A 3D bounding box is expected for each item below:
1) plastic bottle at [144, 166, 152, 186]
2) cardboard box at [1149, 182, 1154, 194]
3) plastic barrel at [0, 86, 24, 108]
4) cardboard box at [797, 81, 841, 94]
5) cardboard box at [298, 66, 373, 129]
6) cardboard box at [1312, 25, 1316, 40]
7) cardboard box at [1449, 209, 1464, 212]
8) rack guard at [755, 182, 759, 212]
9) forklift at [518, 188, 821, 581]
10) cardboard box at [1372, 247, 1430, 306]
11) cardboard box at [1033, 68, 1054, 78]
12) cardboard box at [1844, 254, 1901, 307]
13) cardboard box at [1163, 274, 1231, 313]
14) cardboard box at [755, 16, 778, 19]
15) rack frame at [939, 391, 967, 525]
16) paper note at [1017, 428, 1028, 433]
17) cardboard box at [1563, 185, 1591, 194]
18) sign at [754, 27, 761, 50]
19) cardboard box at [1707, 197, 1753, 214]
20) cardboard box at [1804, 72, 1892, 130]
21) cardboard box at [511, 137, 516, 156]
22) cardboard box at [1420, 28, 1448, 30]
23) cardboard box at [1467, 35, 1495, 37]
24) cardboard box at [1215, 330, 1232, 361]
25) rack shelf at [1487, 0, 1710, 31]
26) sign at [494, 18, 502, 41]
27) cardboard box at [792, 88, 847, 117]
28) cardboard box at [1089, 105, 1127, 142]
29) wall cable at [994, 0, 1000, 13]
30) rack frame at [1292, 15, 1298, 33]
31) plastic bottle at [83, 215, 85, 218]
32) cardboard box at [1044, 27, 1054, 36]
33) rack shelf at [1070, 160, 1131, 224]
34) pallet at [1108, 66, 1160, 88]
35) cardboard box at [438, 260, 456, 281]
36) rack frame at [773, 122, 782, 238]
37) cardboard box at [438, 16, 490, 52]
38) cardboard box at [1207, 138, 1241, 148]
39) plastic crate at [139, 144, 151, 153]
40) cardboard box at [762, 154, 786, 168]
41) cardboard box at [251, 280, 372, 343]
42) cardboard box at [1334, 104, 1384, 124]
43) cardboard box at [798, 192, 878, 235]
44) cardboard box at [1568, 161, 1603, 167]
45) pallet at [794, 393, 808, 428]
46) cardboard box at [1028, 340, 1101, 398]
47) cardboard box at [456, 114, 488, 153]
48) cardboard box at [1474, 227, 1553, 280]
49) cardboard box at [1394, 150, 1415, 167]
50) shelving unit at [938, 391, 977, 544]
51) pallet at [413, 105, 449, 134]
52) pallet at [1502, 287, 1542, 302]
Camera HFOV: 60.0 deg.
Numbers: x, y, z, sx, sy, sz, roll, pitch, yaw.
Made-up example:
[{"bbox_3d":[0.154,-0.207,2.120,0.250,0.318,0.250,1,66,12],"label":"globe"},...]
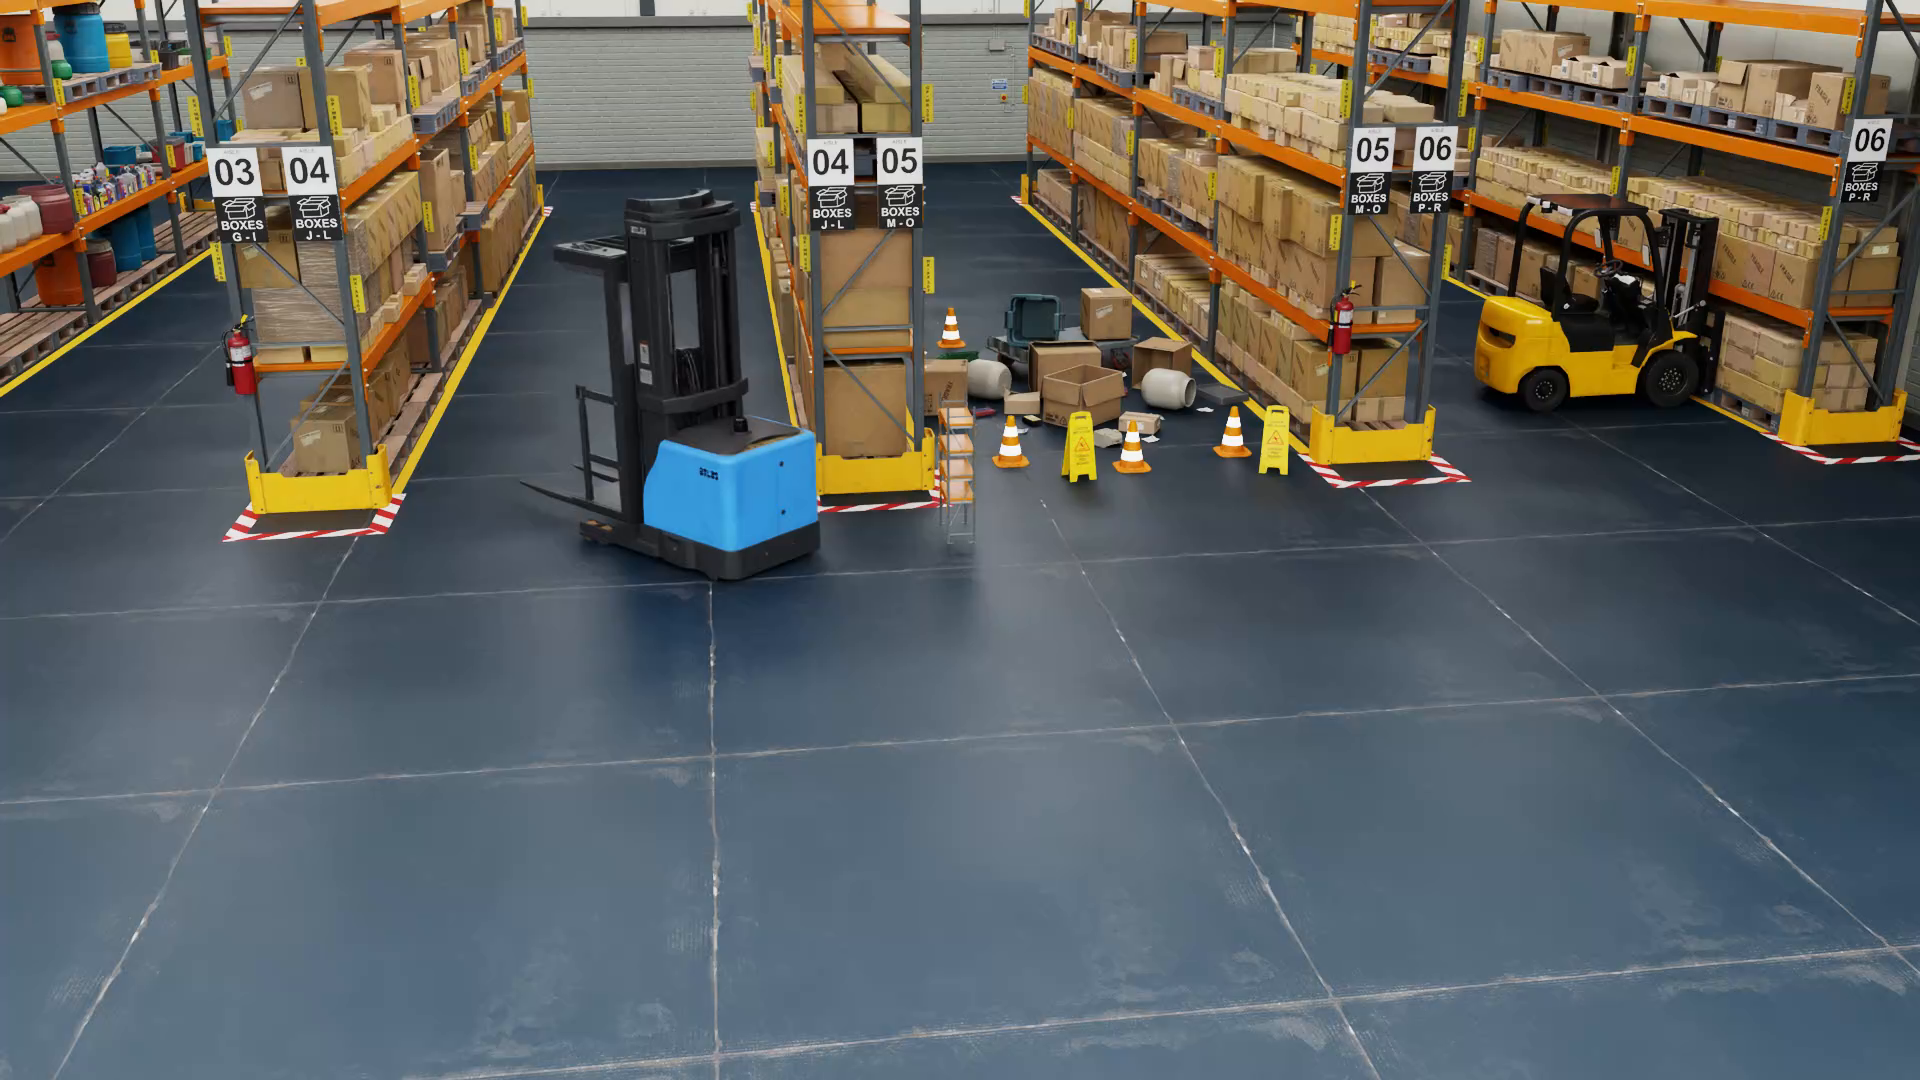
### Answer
[{"bbox_3d":[-11.932,-5.349,24.419,0.061,0.283,0.133,-3,21,-8],"label":"plastic bottle"},{"bbox_3d":[2.762,-4.727,22.345,0.380,0.149,0.250,-4,21,-11],"label":"cardboard box"},{"bbox_3d":[-11.724,-5.467,20.500,0.294,0.245,0.294,0,20,0],"label":"plastic barrel"},{"bbox_3d":[-1.252,-4.003,14.836,0.380,0.149,0.250,-3,21,-7],"label":"cardboard box"},{"bbox_3d":[-5.703,-4.050,15.204,0.500,0.500,0.500,-3,21,-8],"label":"cardboard box"},{"bbox_3d":[6.543,-9.120,29.850,0.500,0.250,0.500,-3,21,-7],"label":"cardboard box"},{"bbox_3d":[7.423,-4.893,25.074,0.380,0.149,0.250,-4,21,-10],"label":"cardboard box"},{"bbox_3d":[-3.129,-6.255,30.248,1.175,0.500,0.348,-3,21,-8],"label":"rack guard"},{"bbox_3d":[-2.618,-1.453,13.916,3.031,2.935,1.130,16,26,37],"label":"forklift"},{"bbox_3d":[4.257,-2.561,16.218,0.500,0.500,0.500,-3,21,-9],"label":"cardboard box"},{"bbox_3d":[1.522,-8.419,29.971,0.380,0.149,0.250,-2,21,-7],"label":"cardboard box"},{"bbox_3d":[9.165,-2.681,16.964,0.500,0.500,0.500,-2,21,-6],"label":"cardboard box"},{"bbox_3d":[3.187,-3.218,21.702,0.950,0.372,0.625,-2,21,-6],"label":"cardboard box"},{"bbox_3d":[-3.212,-8.633,27.687,0.380,0.149,0.250,-2,21,-6],"label":"cardboard box"},{"bbox_3d":[-0.059,-0.704,14.386,0.240,1.200,0.015,-3,21,-8],"label":"rack frame"},{"bbox_3d":[0.627,-1.135,17.213,0.144,0.017,0.142,4,21,11],"label":"paper note"},{"bbox_3d":[7.980,-4.332,21.028,0.500,0.250,0.500,-3,21,-9],"label":"cardboard box"},{"bbox_3d":[-3.099,-7.684,25.477,0.100,0.325,0.005,-3,21,-8],"label":"sign"},{"bbox_3d":[8.455,-3.671,18.262,0.380,0.149,0.250,-3,21,-8],"label":"cardboard box"},{"bbox_3d":[8.657,-4.285,16.229,0.500,0.500,0.500,-2,21,-6],"label":"cardboard box"},{"bbox_3d":[-7.361,-6.269,26.504,0.500,0.250,0.500,-3,21,-8],"label":"cardboard box"},{"bbox_3d":[7.495,-8.002,26.257,0.380,0.149,0.250,-3,21,-9],"label":"cardboard box"},{"bbox_3d":[7.787,-7.456,24.825,0.380,0.149,0.250,-3,21,-8],"label":"cardboard box"},{"bbox_3d":[3.292,-2.273,19.343,0.500,0.250,0.500,-4,21,-10],"label":"cardboard box"},{"bbox_3d":[8.097,-6.812,21.193,1.077,0.370,4.000,-3,21,-8],"label":"rack shelf"},{"bbox_3d":[-6.950,-7.677,25.009,0.100,0.325,0.005,-3,21,-8],"label":"sign"},{"bbox_3d":[-1.323,-4.133,15.753,0.500,0.250,0.500,-3,21,-8],"label":"cardboard box"},{"bbox_3d":[2.270,-6.352,25.363,0.500,0.500,0.500,-3,21,-9],"label":"cardboard box"},{"bbox_3d":[0.646,-12.502,34.829,0.463,3.000,0.029,-3,21,-8],"label":"wall cable"},{"bbox_3d":[6.656,-10.799,30.267,1.000,3.000,0.127,-3,21,-8],"label":"rack frame"},{"bbox_3d":[-11.542,-4.365,21.799,0.097,0.271,0.097,0,20,0],"label":"plastic bottle"},{"bbox_3d":[1.674,-8.879,29.032,0.380,0.149,0.250,-2,21,-6],"label":"cardboard box"},{"bbox_3d":[2.609,-5.322,25.207,1.077,0.370,4.000,-3,21,-8],"label":"rack shelf"},{"bbox_3d":[2.752,-6.504,23.325,1.213,0.211,1.003,-2,21,-5],"label":"pallet"},{"bbox_3d":[-6.696,-3.440,21.011,0.500,0.250,0.500,-1,20,-2],"label":"cardboard box"},{"bbox_3d":[-1.986,-4.682,22.465,1.000,3.000,0.127,-3,21,-8],"label":"rack frame"},{"bbox_3d":[-7.658,-7.815,25.681,0.700,0.500,0.500,-4,21,-11],"label":"cardboard box"},{"bbox_3d":[3.412,-5.101,21.492,0.380,0.149,0.250,-4,21,-10],"label":"cardboard box"},{"bbox_3d":[-13.021,-6.275,26.883,0.416,0.233,0.300,-3,21,-8],"label":"plastic crate"},{"bbox_3d":[-2.511,-5.186,22.724,0.380,0.149,0.250,-4,21,-10],"label":"cardboard box"},{"bbox_3d":[-5.808,-2.075,14.917,0.875,0.500,0.500,-3,21,-8],"label":"cardboard box"},{"bbox_3d":[3.710,-3.960,15.464,0.380,0.149,0.250,-3,21,-7],"label":"cardboard box"},{"bbox_3d":[-1.170,-3.182,16.692,0.875,0.550,0.500,-3,21,-8],"label":"cardboard box"},{"bbox_3d":[8.296,-4.936,22.075,0.380,0.149,0.250,-2,21,-6],"label":"cardboard box"},{"bbox_3d":[-1.198,-1.300,17.396,1.003,0.211,1.213,-3,21,-8],"label":"pallet"},{"bbox_3d":[1.149,-1.895,18.376,0.797,0.637,0.503,-3,21,-8],"label":"cardboard box"},{"bbox_3d":[-7.298,-5.910,24.175,0.797,0.503,0.637,-3,21,-7],"label":"cardboard box"},{"bbox_3d":[7.885,-4.086,23.663,0.875,0.625,0.625,-2,21,-6],"label":"cardboard box"},{"bbox_3d":[4.324,-3.616,15.682,0.380,0.149,0.250,-3,21,-8],"label":"cardboard box"},{"bbox_3d":[-0.024,-0.619,14.160,0.258,1.200,0.503,-3,21,-8],"label":"shelving unit"},{"bbox_3d":[-6.316,-4.618,18.276,1.213,0.211,1.003,-3,21,-8],"label":"pallet"},{"bbox_3d":[8.061,-3.204,22.492,1.003,0.211,1.213,-3,21,-8],"label":"pallet"}]
